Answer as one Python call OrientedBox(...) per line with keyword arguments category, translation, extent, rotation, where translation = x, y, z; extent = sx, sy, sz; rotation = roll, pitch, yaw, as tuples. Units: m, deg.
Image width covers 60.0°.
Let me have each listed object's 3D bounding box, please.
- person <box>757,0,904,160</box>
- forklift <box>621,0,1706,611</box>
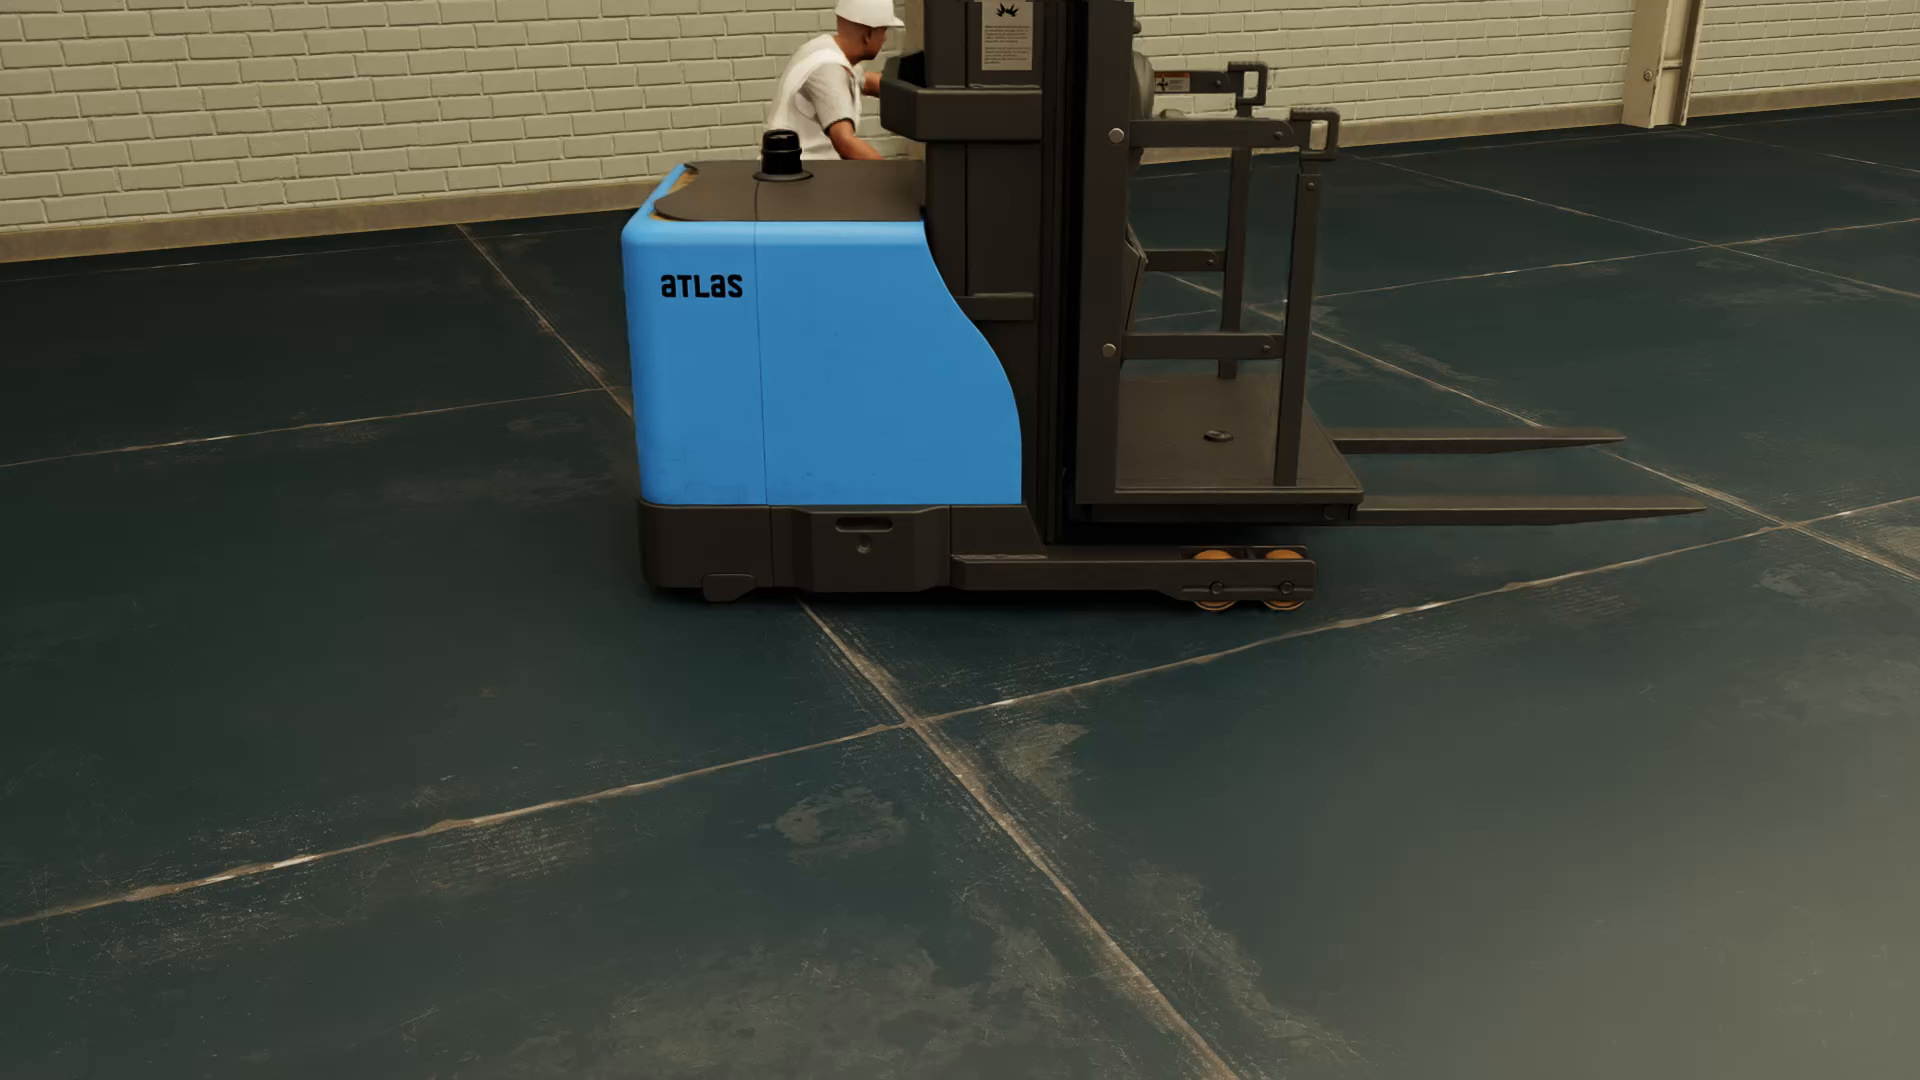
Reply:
OrientedBox(category="person", translation=(-0.326, -1.309, 6.305), extent=(0.924, 1.526, 1.259), rotation=(-4, 23, -10))
OrientedBox(category="forklift", translation=(0.614, -1.361, 4.561), extent=(3.031, 2.935, 1.130), rotation=(0, 23, -1))
